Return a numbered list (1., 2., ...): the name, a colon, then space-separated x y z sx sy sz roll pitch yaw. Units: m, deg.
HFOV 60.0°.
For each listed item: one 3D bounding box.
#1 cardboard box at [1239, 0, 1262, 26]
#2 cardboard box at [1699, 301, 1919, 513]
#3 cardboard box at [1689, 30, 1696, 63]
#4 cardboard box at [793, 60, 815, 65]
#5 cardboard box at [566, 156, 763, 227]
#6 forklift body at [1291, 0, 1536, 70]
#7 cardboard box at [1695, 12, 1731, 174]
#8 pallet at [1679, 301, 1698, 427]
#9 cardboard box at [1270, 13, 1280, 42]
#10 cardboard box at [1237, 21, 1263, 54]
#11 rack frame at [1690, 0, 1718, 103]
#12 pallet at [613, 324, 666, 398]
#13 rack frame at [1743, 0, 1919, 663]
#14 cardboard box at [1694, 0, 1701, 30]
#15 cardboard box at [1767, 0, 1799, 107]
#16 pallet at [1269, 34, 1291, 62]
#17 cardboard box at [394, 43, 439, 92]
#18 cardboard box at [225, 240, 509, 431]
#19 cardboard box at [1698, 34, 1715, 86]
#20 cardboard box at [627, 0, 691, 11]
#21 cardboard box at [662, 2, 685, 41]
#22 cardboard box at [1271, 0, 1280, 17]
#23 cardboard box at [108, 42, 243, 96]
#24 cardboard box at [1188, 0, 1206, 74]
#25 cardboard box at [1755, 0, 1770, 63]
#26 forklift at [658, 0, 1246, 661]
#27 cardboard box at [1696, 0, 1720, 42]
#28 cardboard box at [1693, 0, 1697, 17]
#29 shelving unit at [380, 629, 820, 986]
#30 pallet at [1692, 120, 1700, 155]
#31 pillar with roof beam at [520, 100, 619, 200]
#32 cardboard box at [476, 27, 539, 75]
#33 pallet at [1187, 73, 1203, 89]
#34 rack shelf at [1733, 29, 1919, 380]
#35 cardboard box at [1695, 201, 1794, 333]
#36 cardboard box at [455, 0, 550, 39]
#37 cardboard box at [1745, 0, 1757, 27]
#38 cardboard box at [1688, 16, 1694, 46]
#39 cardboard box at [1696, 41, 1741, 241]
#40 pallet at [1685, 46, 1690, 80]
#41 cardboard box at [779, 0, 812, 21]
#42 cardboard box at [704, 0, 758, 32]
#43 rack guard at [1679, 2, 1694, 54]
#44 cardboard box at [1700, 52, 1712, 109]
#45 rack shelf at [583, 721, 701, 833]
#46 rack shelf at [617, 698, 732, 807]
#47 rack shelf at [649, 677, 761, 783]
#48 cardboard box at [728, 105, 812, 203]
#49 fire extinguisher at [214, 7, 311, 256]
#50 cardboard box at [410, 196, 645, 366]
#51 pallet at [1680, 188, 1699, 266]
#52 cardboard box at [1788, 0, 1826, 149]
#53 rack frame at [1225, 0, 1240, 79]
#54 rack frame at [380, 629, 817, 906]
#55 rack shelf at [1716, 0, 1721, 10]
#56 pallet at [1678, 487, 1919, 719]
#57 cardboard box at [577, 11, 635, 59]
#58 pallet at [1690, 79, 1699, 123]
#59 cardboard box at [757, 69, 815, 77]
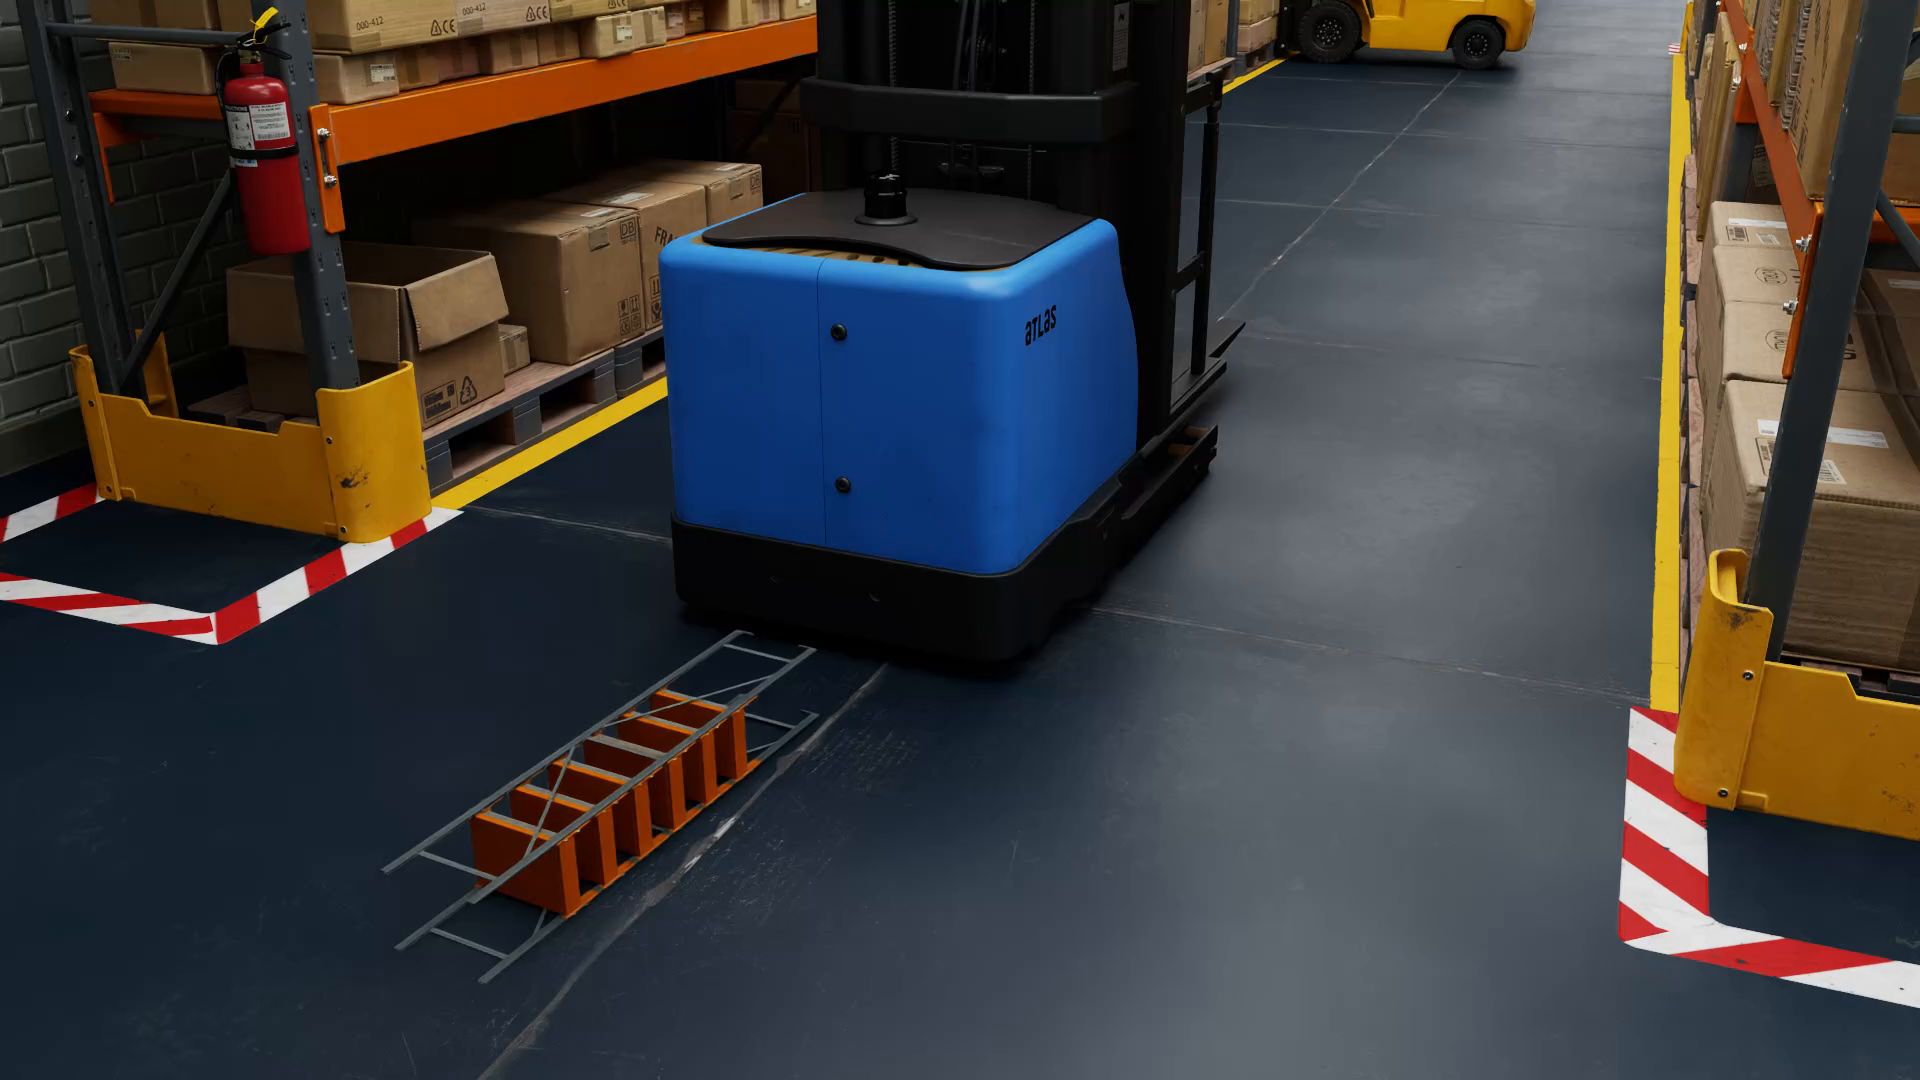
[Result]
1. cardboard box: 2.571 -5.062 15.850 0.500 0.250 0.500 9 24 20
2. cardboard box: 2.742 -0.364 5.010 0.875 0.438 0.875 9 24 21
3. cardboard box: 6.873 -4.435 14.998 0.500 0.250 0.500 8 24 19
4. cardboard box: -0.752 -2.705 9.692 0.380 0.149 0.250 8 24 17
5. cardboard box: -1.298 -1.400 7.409 0.700 0.500 0.500 8 24 18
6. forklift body: 4.580 -5.877 16.530 2.313 2.155 1.214 9 24 20
7. cardboard box: 4.895 -2.614 9.829 0.875 0.875 0.875 9 24 20
8. pallet: 3.388 -0.657 6.550 1.003 0.211 1.213 9 24 20
9. cardboard box: 2.943 -5.198 16.825 0.500 0.250 0.500 9 24 21
10. cardboard box: 2.592 -4.828 15.939 0.500 0.250 0.500 9 24 21
11. rack frame: 6.715 -5.068 13.491 1.000 3.000 0.127 9 24 20
12. pallet: -1.574 -0.944 7.236 1.003 0.211 1.213 9 24 20
13. rack frame: 2.257 -0.774 3.210 1.000 3.000 0.127 9 24 20
14. cardboard box: 7.061 -4.954 15.268 0.500 0.500 0.500 10 25 23
15. cardboard box: 2.753 -1.580 5.011 0.500 0.500 0.500 10 24 22
16. pallet: 2.891 -5.207 17.442 1.003 0.211 1.213 9 24 20
17. cardboard box: -1.924 -1.543 5.378 0.380 0.149 0.250 9 24 21
18. cardboard box: -2.037 -0.730 5.800 0.797 0.503 0.637 8 24 18
19. cardboard box: 6.522 -3.861 13.466 0.950 0.372 0.625 9 24 21
20. cardboard box: -1.391 -2.223 6.489 0.500 0.250 0.500 8 24 19
21. cardboard box: -1.340 -2.098 6.708 0.380 0.149 0.250 9 24 20
22. cardboard box: 2.954 -5.420 16.709 0.500 0.250 0.500 9 24 20
23. cardboard box: -2.479 -1.524 5.333 0.380 0.149 0.250 8 24 19
24. cardboard box: 1.626 -4.410 14.453 0.875 0.625 0.625 9 24 20
25. cardboard box: 3.135 -1.941 5.876 0.500 0.500 0.500 9 24 20
26. forklift: 0.253 -1.574 5.215 1.130 2.935 3.031 10 25 22
27. cardboard box: 6.685 -4.589 14.394 0.500 0.500 0.500 8 24 19
28. cardboard box: 7.446 -5.325 16.156 0.500 0.500 0.500 8 24 18
29. shelving unit: -0.739 0.541 3.700 0.258 0.189 1.200 12 26 26
30. pallet: 5.521 -2.629 11.270 1.003 0.211 1.213 9 24 20
31. pillar with roof beam: 2.035 -4.946 5.416 9.100 9.000 0.400 9 24 20
32. cardboard box: -1.708 -1.724 5.811 0.380 0.149 0.250 10 25 22
33. pallet: 1.416 -3.783 14.033 1.003 0.211 1.213 9 24 20
34. rack shelf: 3.000 -1.157 5.062 1.077 0.370 4.000 9 24 20
35. cardboard box: 3.410 -1.007 6.549 0.875 0.438 0.875 8 24 19
36. cardboard box: -1.747 -1.855 5.608 0.500 0.250 0.500 9 24 21
37. cardboard box: 3.676 -2.332 7.137 0.500 0.250 0.500 8 24 19
38. cardboard box: 7.448 -4.994 16.336 0.500 0.250 0.500 10 25 22
39. cardboard box: 4.227 -1.976 8.301 0.875 0.875 0.875 10 24 22
40. pallet: 7.383 -4.465 15.665 1.003 0.211 1.213 9 24 20
41. cardboard box: -0.901 -2.455 7.562 0.380 0.149 0.250 9 24 21
42. cardboard box: -1.093 -2.270 7.119 0.380 0.149 0.250 8 24 19
43. rack guard: 8.172 -5.319 17.334 1.175 0.500 0.348 9 24 20
44. cardboard box: 6.002 -3.354 12.253 0.950 0.372 0.625 10 25 22
45. rack shelf: -0.718 0.526 3.736 0.258 0.180 0.103 12 26 26
46. rack shelf: -0.662 0.484 3.834 0.258 0.180 0.103 12 26 26
47. rack shelf: -0.606 0.443 3.931 0.258 0.180 0.103 12 26 26
48. cardboard box: -0.959 -2.173 9.258 0.500 0.500 0.500 9 24 20
49. fire extinguisher: -1.978 -1.156 4.711 0.296 0.674 0.183 9 24 20
50. cardboard box: -1.684 -1.029 6.520 0.700 0.500 0.500 10 25 22
51. pallet: 4.411 -1.643 8.910 1.003 0.211 1.213 9 24 20
52. cardboard box: 2.391 -1.208 4.120 0.500 0.500 0.500 8 24 19
53. rack frame: 2.105 -5.777 15.189 1.000 3.000 0.127 9 24 20
54. rack frame: -0.739 0.457 3.664 0.240 0.006 1.200 12 26 26
55. rack shelf: 5.972 -4.020 11.916 1.077 0.370 4.000 9 24 20
56. pallet: 2.482 0.216 4.460 1.003 0.211 1.213 9 24 20
57. cardboard box: -1.451 -1.899 6.231 0.380 0.149 0.250 8 24 19
58. pallet: 6.427 -3.502 13.361 1.003 0.211 1.213 9 24 20
59. cardboard box: -0.905 -2.522 9.252 0.380 0.149 0.250 9 24 20
